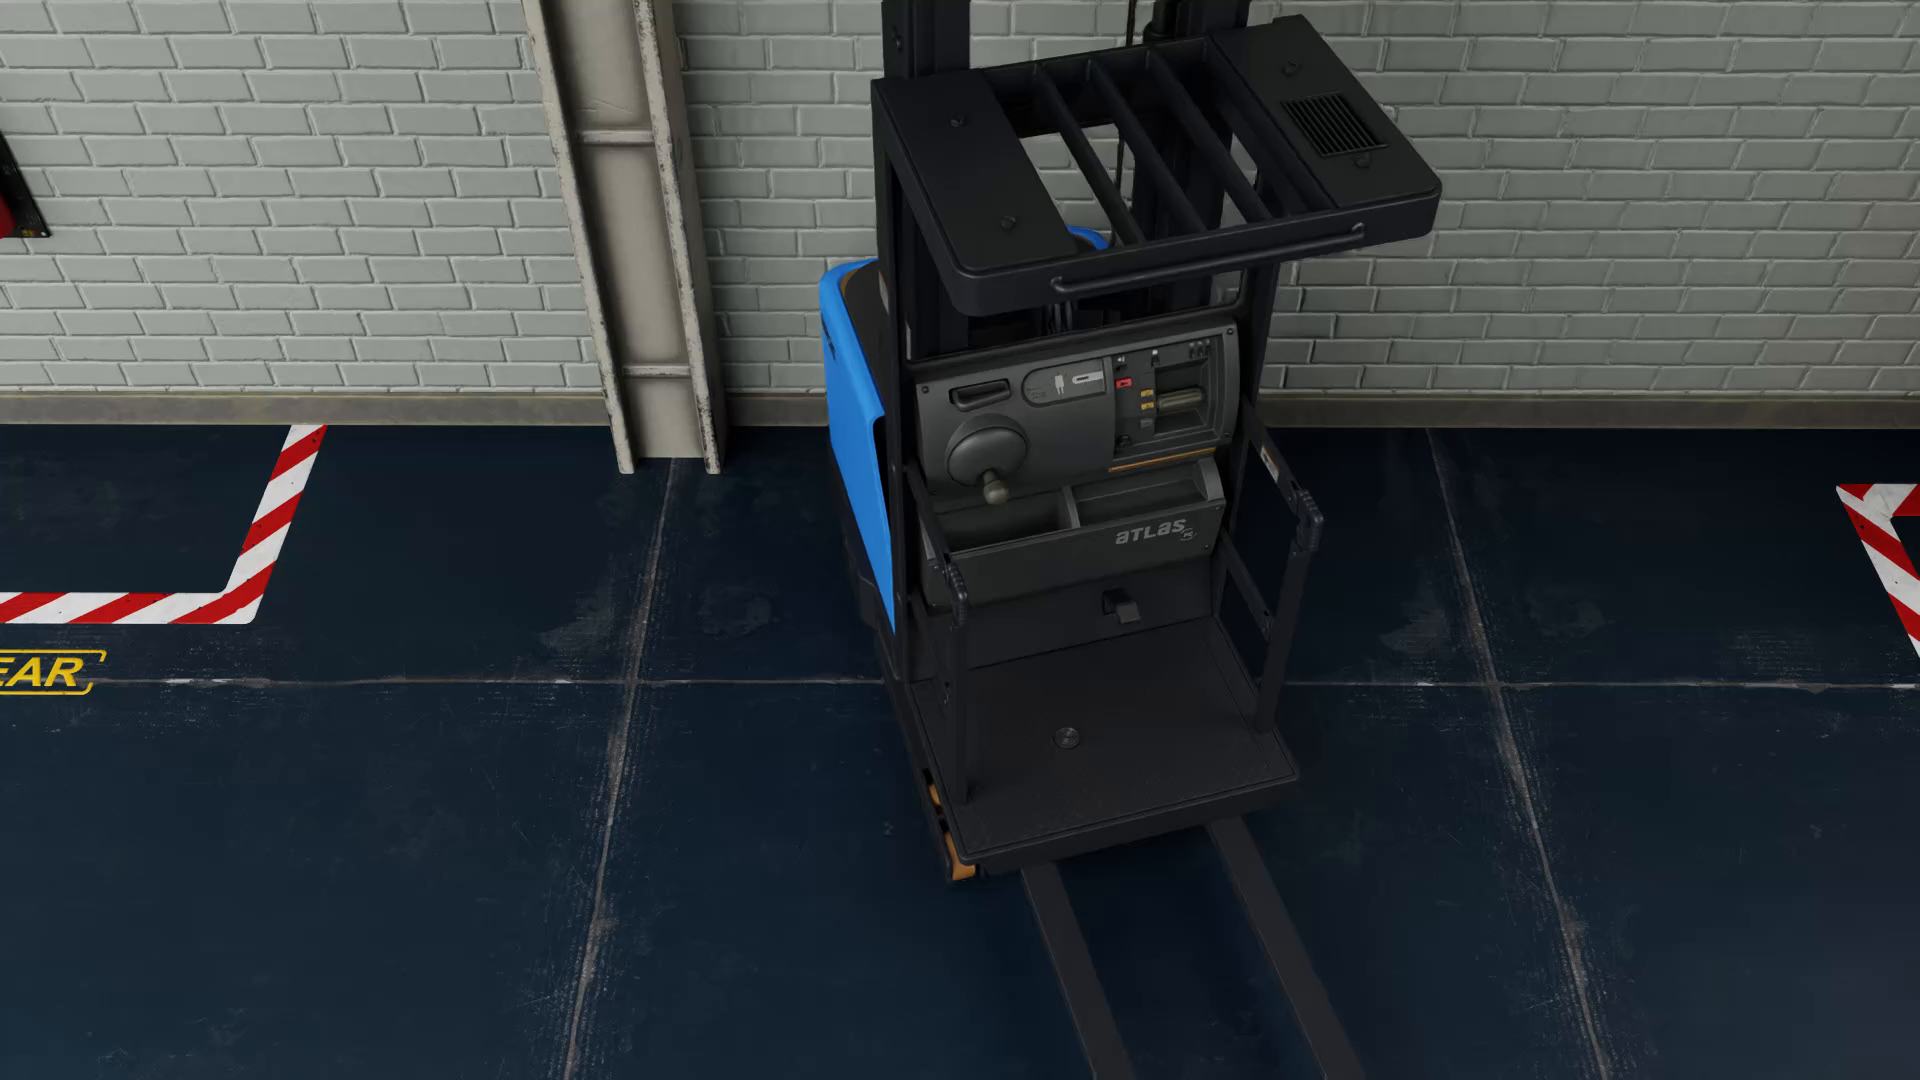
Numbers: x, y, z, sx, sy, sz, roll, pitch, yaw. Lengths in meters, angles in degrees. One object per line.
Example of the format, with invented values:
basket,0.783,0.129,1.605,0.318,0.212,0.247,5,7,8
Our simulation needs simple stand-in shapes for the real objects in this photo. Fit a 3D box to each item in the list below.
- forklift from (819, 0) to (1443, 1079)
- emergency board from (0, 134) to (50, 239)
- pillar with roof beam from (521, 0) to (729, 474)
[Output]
forklift,0.397,-0.256,4.486,1.130,2.935,3.031,-12,48,-11
emergency board,-3.600,-1.430,5.531,0.643,1.169,0.194,0,47,0
pillar with roof beam,-1.145,-0.288,0.370,0.400,9.000,9.100,0,47,0
